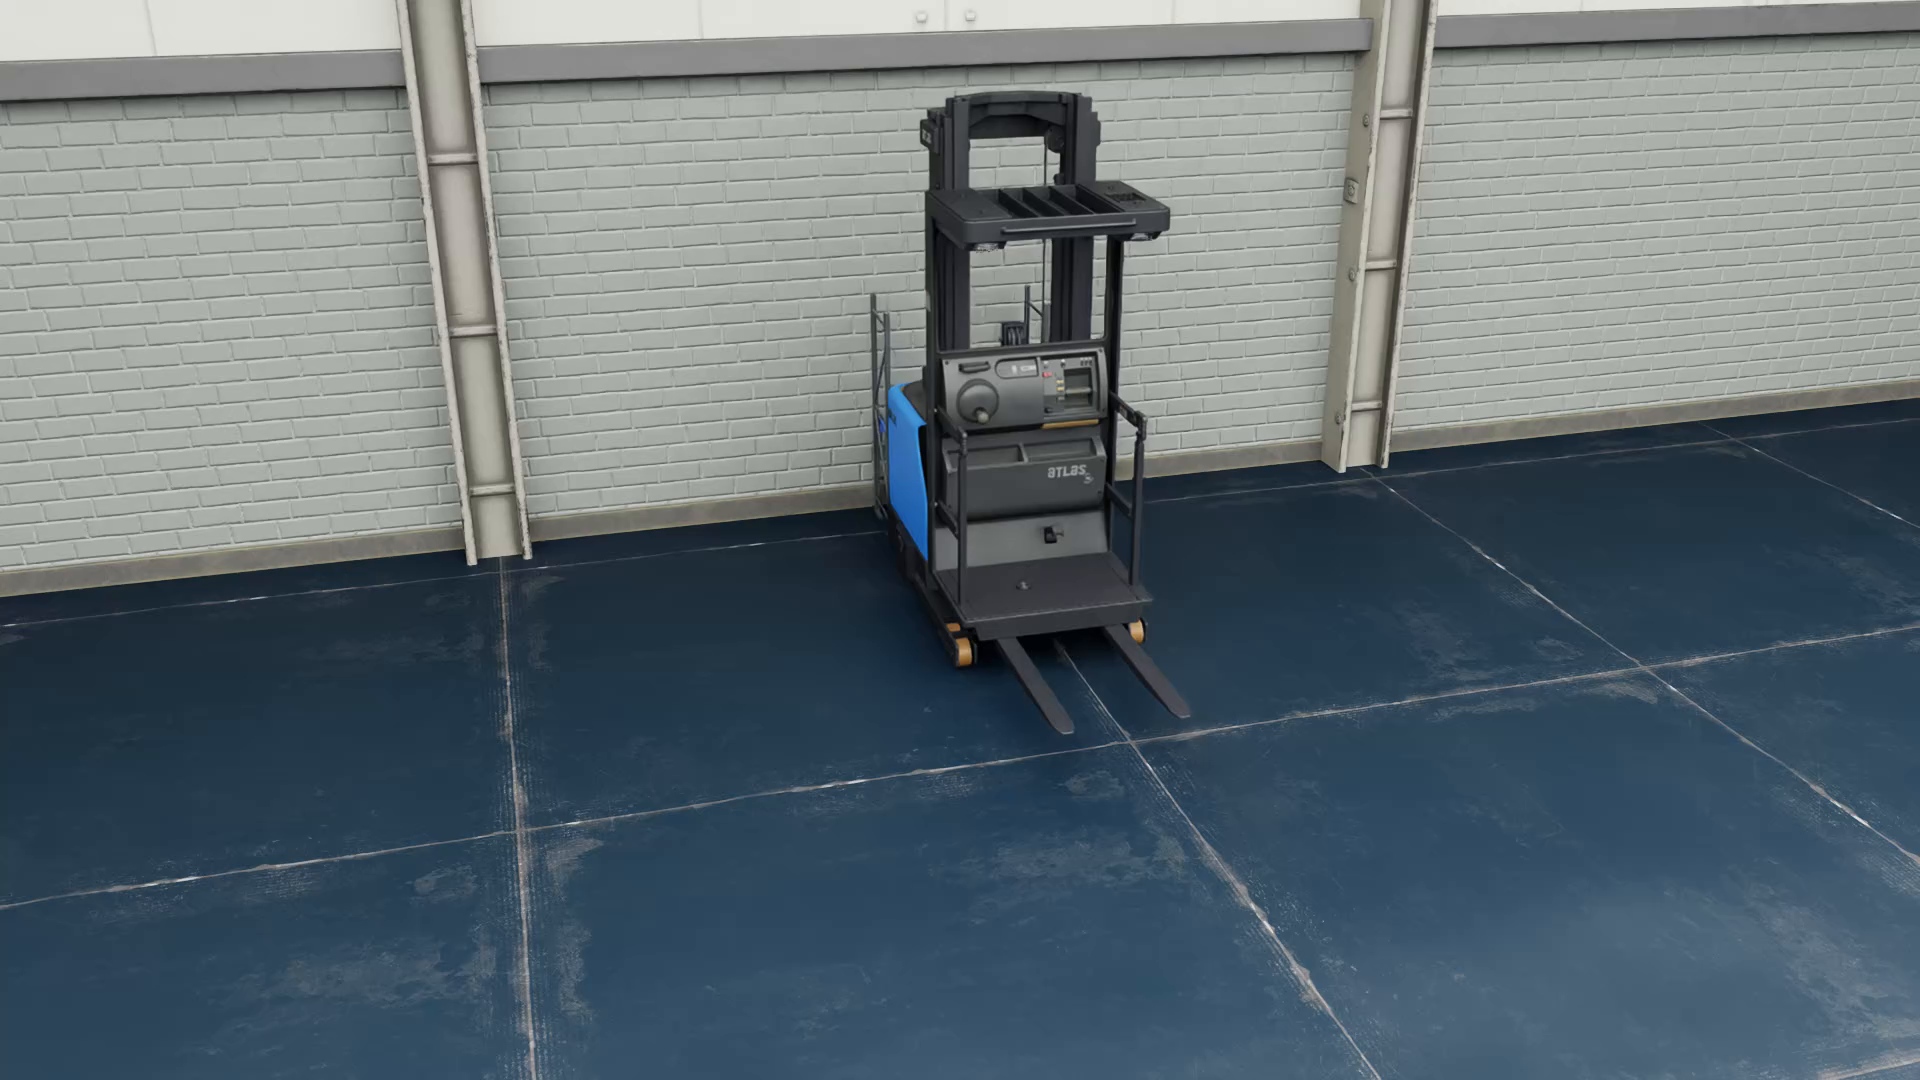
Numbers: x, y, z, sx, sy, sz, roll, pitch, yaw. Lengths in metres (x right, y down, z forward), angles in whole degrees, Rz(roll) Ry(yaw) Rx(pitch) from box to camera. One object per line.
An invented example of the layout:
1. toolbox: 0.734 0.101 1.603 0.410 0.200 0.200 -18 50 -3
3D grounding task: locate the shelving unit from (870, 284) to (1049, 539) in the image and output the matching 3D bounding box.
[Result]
1. shelving unit: -0.008 -0.837 10.798 1.048 1.500 0.538 -5 24 -12

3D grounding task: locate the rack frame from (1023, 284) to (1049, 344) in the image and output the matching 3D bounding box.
1. rack frame: 0.487 -0.883 10.906 0.032 1.500 0.500 -5 24 -12

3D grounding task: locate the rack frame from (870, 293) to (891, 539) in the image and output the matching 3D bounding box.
1. rack frame: -0.502 -0.791 10.690 0.032 1.500 0.500 -5 24 -12

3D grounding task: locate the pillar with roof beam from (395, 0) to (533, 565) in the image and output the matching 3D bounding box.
1. pillar with roof beam: -1.762 -2.422 4.983 0.400 9.000 9.100 -6 24 -14

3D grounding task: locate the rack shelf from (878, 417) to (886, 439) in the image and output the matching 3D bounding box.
1. rack shelf: -0.008 -0.672 10.869 1.000 0.185 0.538 -5 24 -12

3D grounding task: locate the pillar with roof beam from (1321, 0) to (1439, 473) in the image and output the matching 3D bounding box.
1. pillar with roof beam: 4.015 -3.061 6.472 0.400 9.000 9.100 -6 24 -14

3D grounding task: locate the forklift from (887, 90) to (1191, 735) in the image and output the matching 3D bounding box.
1. forklift: 0.418 -0.818 8.938 1.130 2.935 3.031 -6 24 -14
